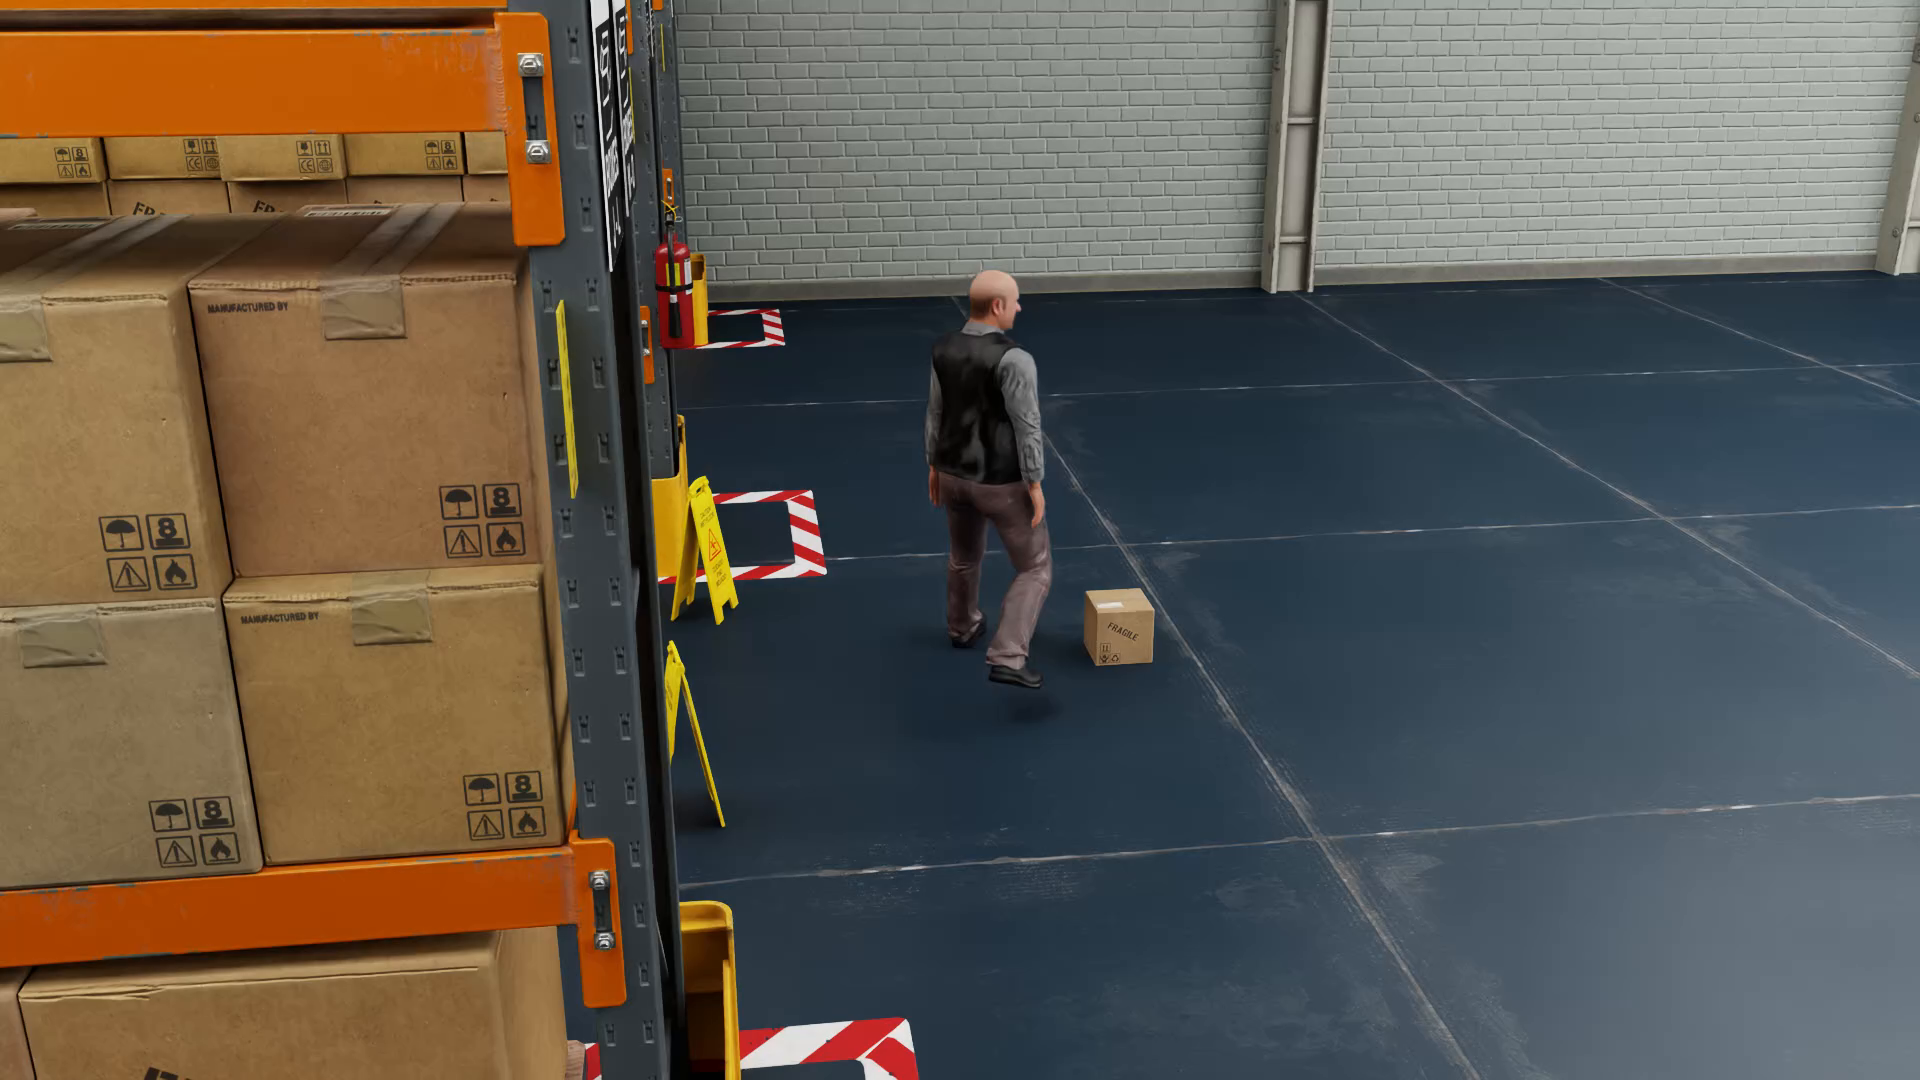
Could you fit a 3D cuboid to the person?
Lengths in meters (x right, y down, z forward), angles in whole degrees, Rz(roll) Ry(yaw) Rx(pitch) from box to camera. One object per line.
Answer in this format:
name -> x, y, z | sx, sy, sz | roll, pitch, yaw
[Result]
person -> 0.132, -0.248, 6.822 | 0.749, 1.710, 0.699 | 16, 25, 37
